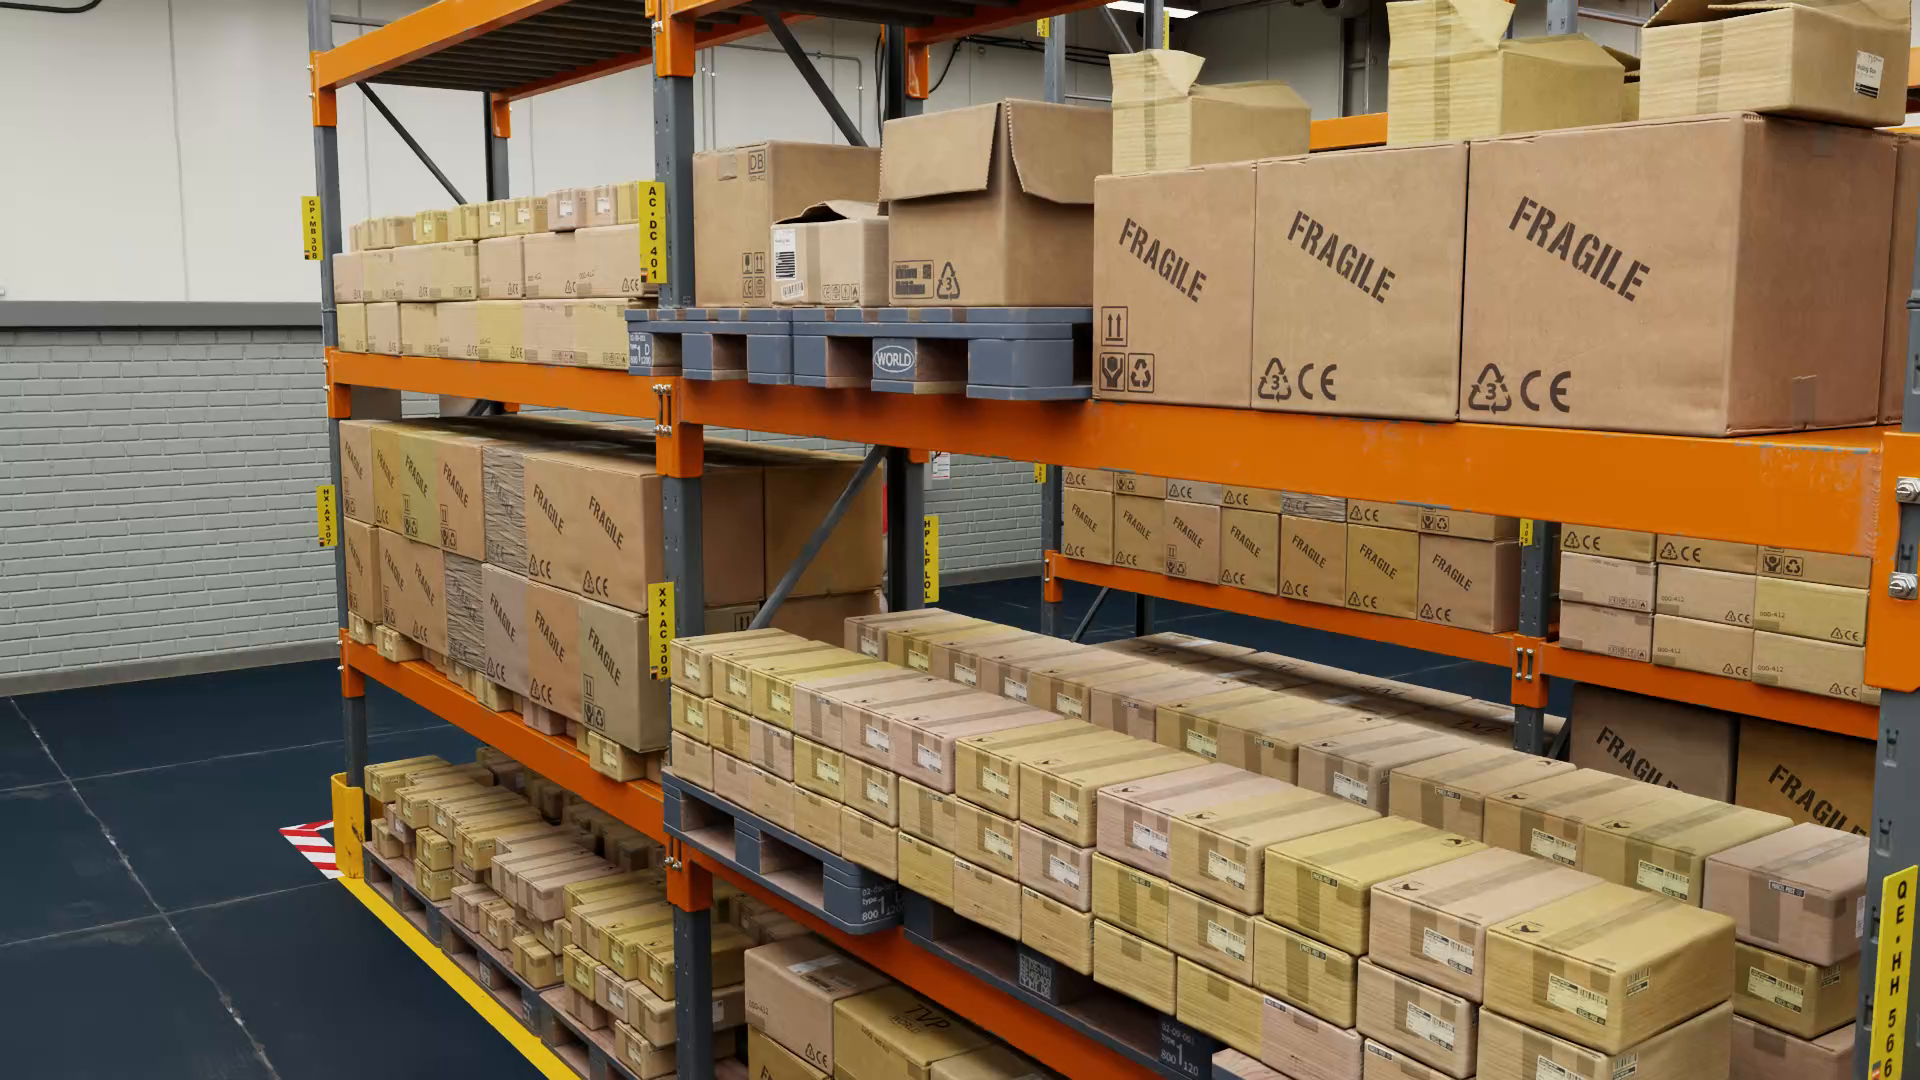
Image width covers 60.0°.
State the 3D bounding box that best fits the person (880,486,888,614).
[{"bbox_3d":[-0.732,0.091,16.208,0.588,1.466,0.666,-6,9,-36],"label":"person"}]
